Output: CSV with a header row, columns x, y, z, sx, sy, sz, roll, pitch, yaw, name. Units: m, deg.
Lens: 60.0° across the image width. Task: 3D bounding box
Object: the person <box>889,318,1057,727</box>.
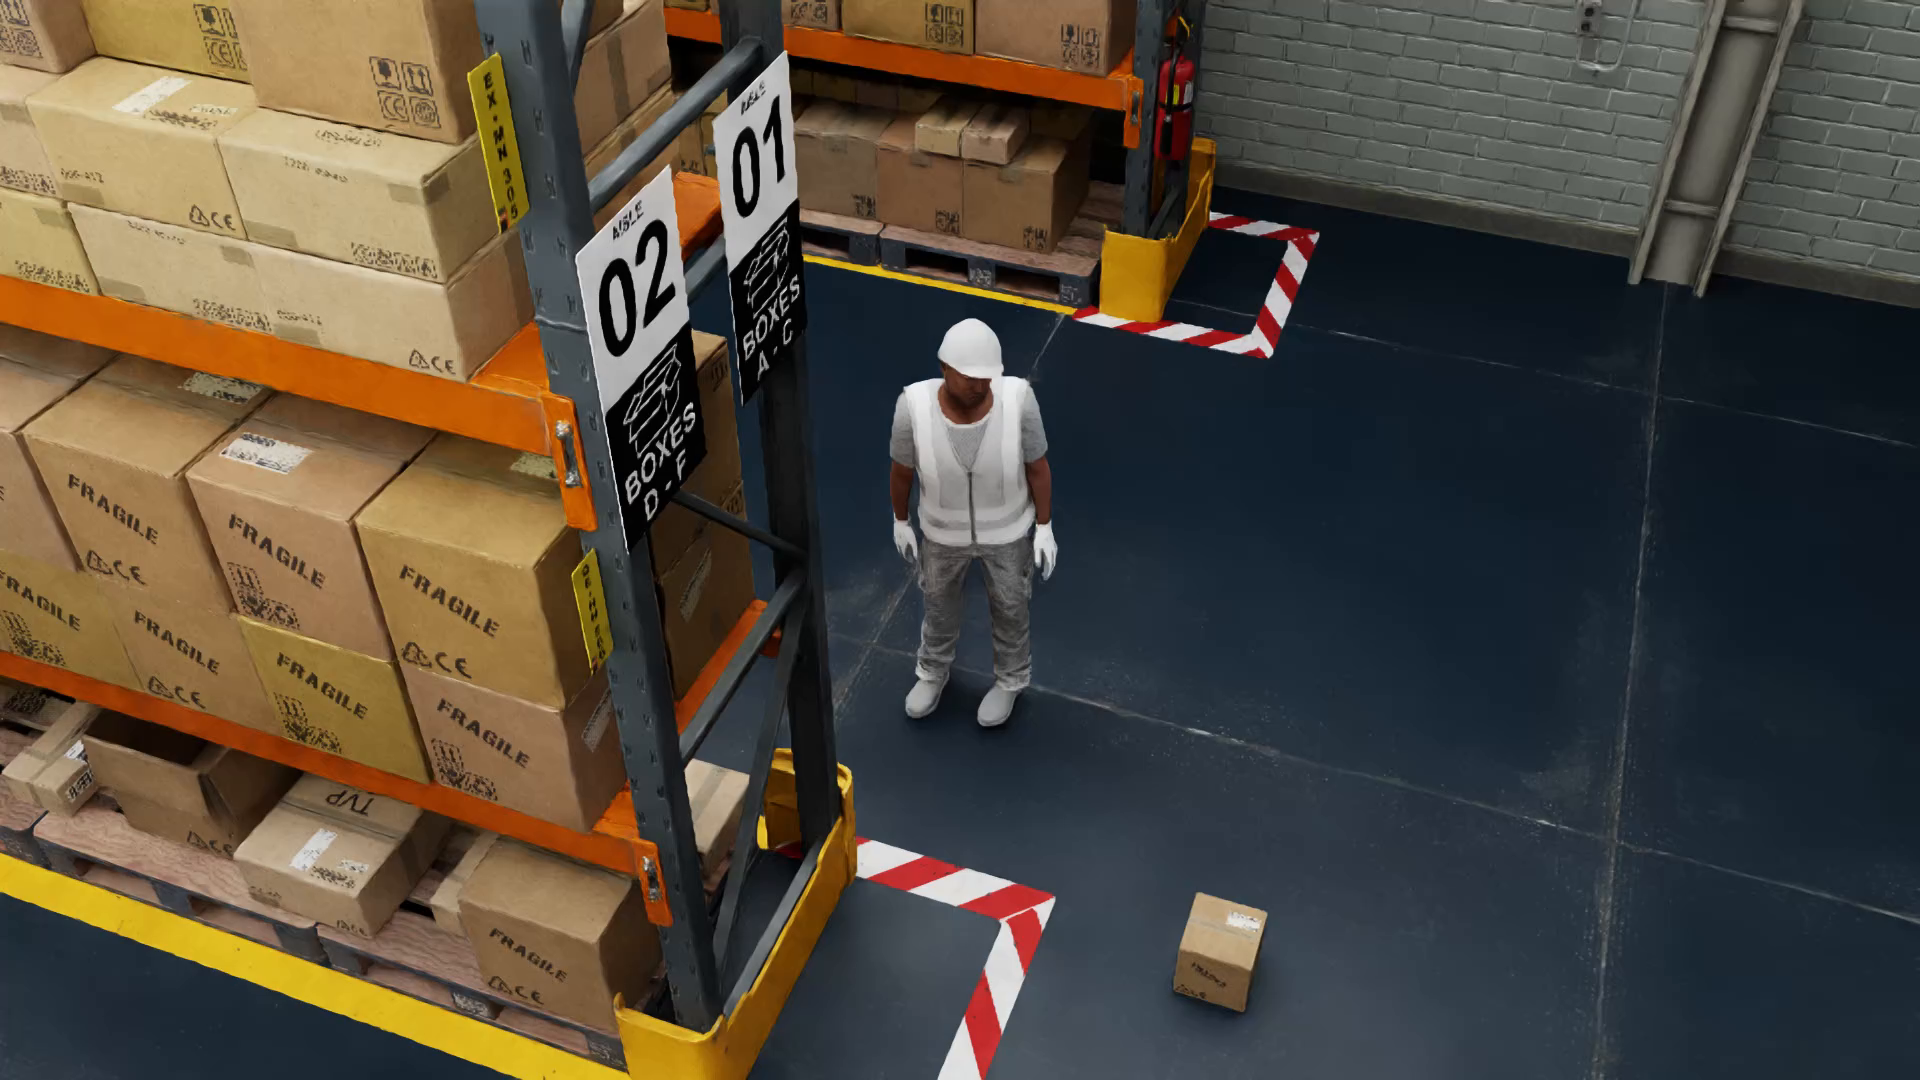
x,y,z,sx,sy,sz,roll,pitch,yaw,name
0.050,-0.041,6.148,0.619,1.791,0.397,2,41,2,person
